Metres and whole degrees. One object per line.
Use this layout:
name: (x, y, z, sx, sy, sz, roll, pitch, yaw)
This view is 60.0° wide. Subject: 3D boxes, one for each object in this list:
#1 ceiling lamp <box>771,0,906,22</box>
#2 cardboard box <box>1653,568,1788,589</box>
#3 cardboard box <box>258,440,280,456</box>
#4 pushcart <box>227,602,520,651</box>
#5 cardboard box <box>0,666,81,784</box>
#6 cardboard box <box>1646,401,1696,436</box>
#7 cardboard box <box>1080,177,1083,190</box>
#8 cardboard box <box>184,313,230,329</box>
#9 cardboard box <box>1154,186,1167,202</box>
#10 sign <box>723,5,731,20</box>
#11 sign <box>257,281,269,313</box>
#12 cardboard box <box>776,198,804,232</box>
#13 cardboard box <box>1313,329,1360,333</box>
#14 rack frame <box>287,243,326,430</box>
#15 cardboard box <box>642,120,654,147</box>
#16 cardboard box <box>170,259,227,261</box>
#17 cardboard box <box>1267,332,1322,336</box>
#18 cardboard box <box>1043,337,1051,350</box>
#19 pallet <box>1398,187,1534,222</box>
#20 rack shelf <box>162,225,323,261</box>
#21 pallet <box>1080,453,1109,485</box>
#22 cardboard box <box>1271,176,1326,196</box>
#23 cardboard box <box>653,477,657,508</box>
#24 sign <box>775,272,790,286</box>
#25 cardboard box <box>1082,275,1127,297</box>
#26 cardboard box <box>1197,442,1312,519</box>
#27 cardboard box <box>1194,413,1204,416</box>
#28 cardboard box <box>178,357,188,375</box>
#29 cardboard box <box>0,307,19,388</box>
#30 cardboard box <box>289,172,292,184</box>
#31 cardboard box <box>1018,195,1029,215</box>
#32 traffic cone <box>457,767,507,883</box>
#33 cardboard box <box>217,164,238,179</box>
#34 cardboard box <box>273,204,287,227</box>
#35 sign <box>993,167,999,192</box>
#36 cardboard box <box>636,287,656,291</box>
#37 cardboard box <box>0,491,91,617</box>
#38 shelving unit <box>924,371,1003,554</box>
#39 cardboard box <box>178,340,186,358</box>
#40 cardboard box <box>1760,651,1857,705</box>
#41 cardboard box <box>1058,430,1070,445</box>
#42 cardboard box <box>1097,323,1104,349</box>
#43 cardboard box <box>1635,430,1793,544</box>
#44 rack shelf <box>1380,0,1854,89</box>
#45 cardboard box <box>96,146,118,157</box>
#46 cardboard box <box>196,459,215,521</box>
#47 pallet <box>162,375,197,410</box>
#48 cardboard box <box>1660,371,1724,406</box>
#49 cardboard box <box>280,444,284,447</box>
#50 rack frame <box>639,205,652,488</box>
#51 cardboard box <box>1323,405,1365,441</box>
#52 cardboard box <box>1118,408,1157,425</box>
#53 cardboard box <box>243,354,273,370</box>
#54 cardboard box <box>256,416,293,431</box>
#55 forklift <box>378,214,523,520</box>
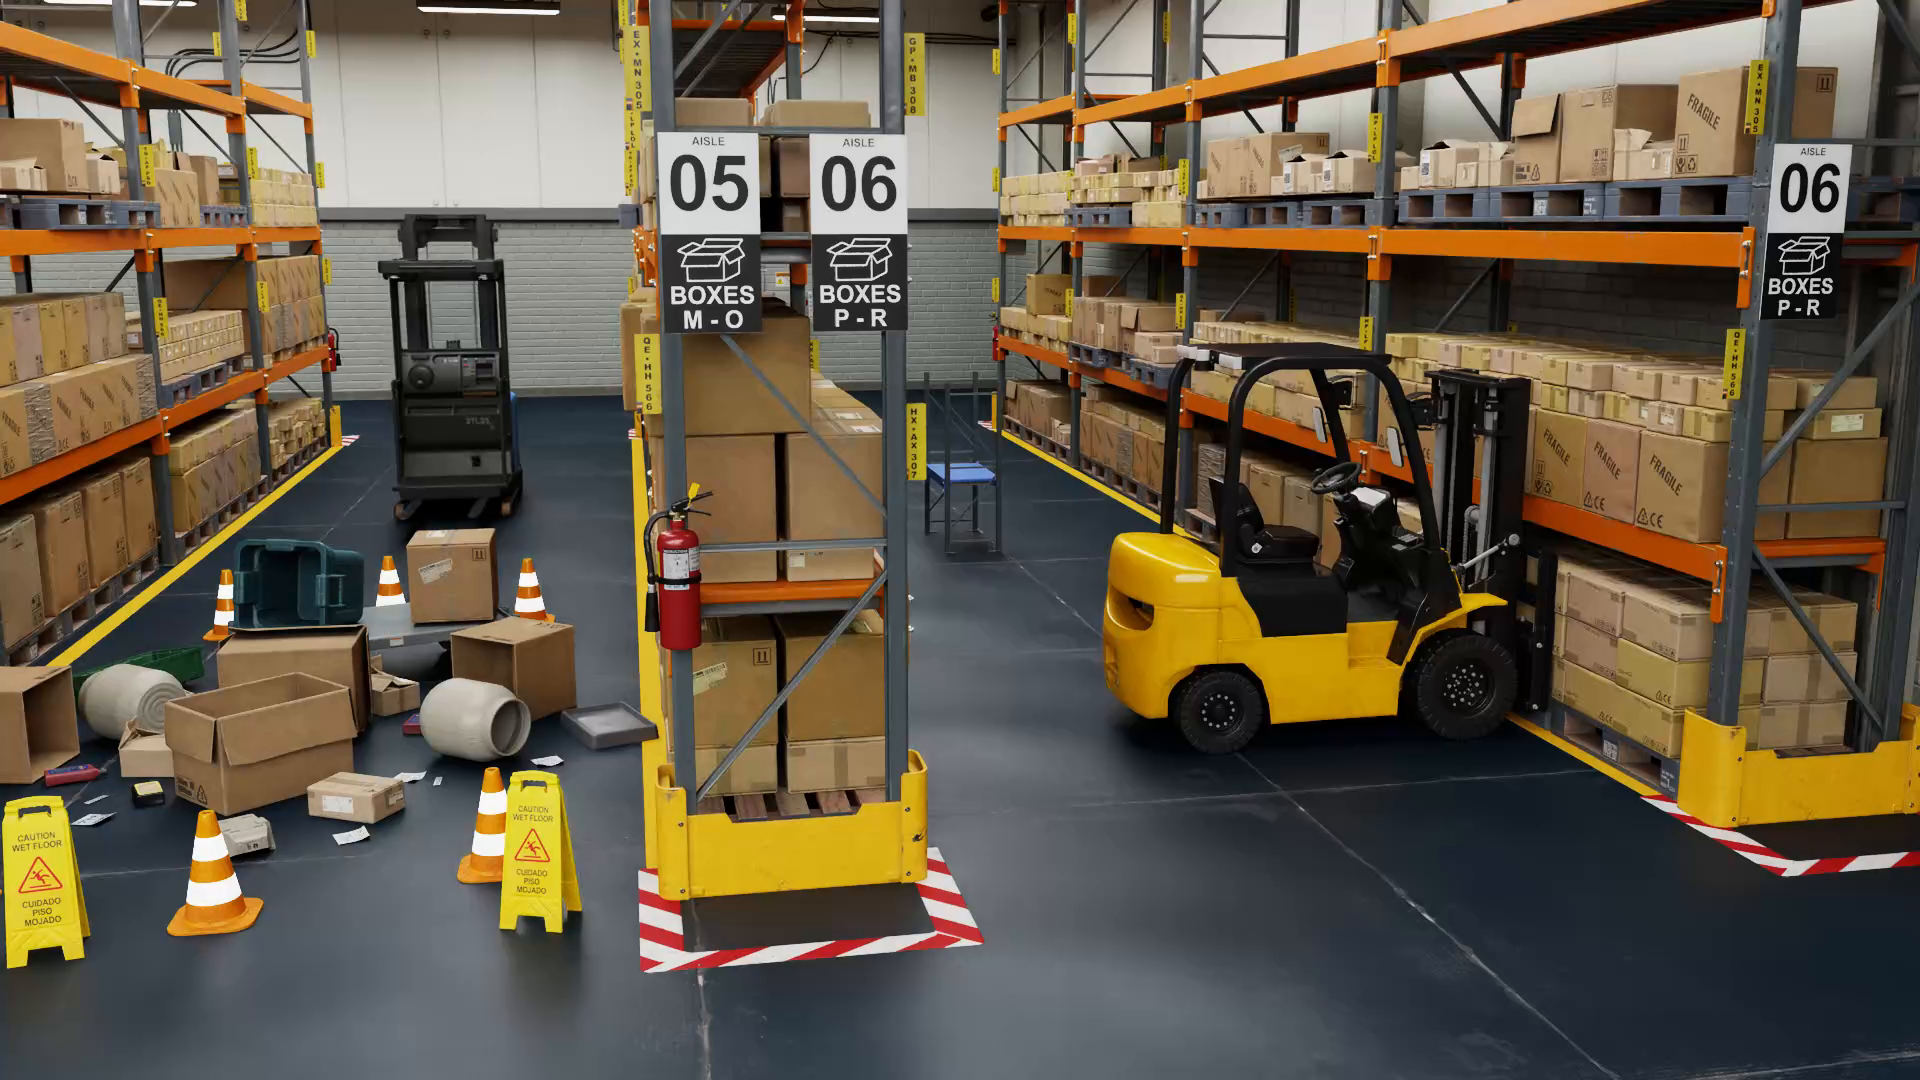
ceiling lamp: (-1.774, -9.307, 24.418, 2.000, 3.185, 0.800, -2, 11, -11)
cardboard box: (4.134, 0.316, 9.073, 0.500, 0.250, 0.500, -2, 11, -11)
cardboard box: (-7.652, -1.002, 18.147, 0.380, 0.149, 0.250, -2, 11, -8)
pushcart: (-3.730, 0.677, 10.632, 1.648, 0.377, 0.936, -6, 13, -31)
cardboard box: (-5.031, 0.969, 8.762, 0.500, 0.500, 0.500, 0, 11, -1)
cardboard box: (3.722, -0.618, 8.420, 0.380, 0.149, 0.250, -2, 11, -10)
cardboard box: (1.559, -3.987, 18.583, 0.380, 0.149, 0.250, -2, 11, -10)
cardboard box: (-7.524, -2.184, 16.608, 0.380, 0.149, 0.250, -2, 11, -13)
cardboard box: (2.133, -3.412, 16.412, 0.380, 0.149, 0.250, -2, 11, -11)
sign: (-2.529, -5.638, 18.039, 0.100, 0.325, 0.005, -2, 11, -11)
sign: (-7.351, -2.562, 17.538, 0.100, 0.325, 0.005, -2, 11, -11)
cardboard box: (-0.610, -1.438, 7.377, 0.380, 0.149, 0.250, -2, 11, -13)
cardboard box: (3.221, -1.704, 14.126, 0.380, 0.149, 0.250, -2, 11, -12)
rack frame: (-8.676, -2.706, 21.391, 0.949, 2.616, 0.053, -2, 11, -11)
cardboard box: (-1.412, -2.043, 8.426, 0.380, 0.149, 0.250, -2, 11, -10)
cardboard box: (-8.358, -2.830, 18.304, 0.500, 0.500, 0.500, -2, 11, -13)
cardboard box: (2.767, -1.637, 13.770, 0.380, 0.149, 0.250, -2, 11, -11)
cardboard box: (1.251, -2.467, 20.806, 0.380, 0.149, 0.250, -2, 11, -12)
pallet: (3.556, -2.159, 10.734, 1.003, 0.211, 1.213, -2, 11, -11)
rack shelf: (-8.284, -3.459, 19.251, 1.077, 0.370, 4.000, -2, 11, -11)
pallet: (2.004, -0.834, 19.016, 1.003, 0.211, 1.213, -2, 11, -11)
cardboard box: (2.703, -2.822, 13.262, 0.380, 0.149, 0.250, -2, 11, -12)
cardboard box: (-1.517, -0.276, 9.295, 0.380, 0.149, 0.250, -2, 11, -11)
sign: (-2.962, -4.429, 28.236, 0.339, 0.242, 0.001, -2, 11, -11)
cardboard box: (1.780, -3.076, 20.934, 0.500, 0.500, 0.500, -2, 11, -13)
cardboard box: (2.695, -0.543, 15.257, 0.875, 0.625, 0.625, -2, 11, -9)
cardboard box: (2.487, -1.258, 17.609, 0.380, 0.149, 0.250, -2, 11, -11)
cardboard box: (-7.165, -1.559, 14.914, 0.380, 0.149, 0.250, -2, 11, -8)
cardboard box: (-6.543, -1.231, 10.698, 0.700, 0.500, 0.500, -2, 11, -12)
cardboard box: (-8.170, -4.308, 19.783, 0.380, 0.149, 0.250, -2, 11, -12)
cardboard box: (1.056, -4.354, 21.631, 0.500, 0.250, 0.500, -2, 11, -13)
traffic cone: (-2.074, 1.244, 7.422, 0.336, 0.463, 0.334, -2, 11, -11)
cardboard box: (-7.714, -3.876, 17.513, 0.380, 0.149, 0.250, -2, 11, -12)
cardboard box: (-7.915, -3.654, 18.753, 0.500, 0.250, 0.500, -2, 11, -9)
sign: (0.499, -4.969, 22.920, 0.100, 0.325, 0.005, -2, 11, -11)
cardboard box: (-1.630, -1.301, 10.275, 0.700, 0.500, 0.500, -2, 11, -12)
cardboard box: (-6.732, 0.106, 11.510, 1.050, 0.750, 0.750, -2, 11, -11)
shelving unit: (0.017, -0.721, 14.974, 0.538, 1.500, 1.048, -2, 11, -11)
cardboard box: (-7.173, -1.708, 14.903, 0.380, 0.149, 0.250, -2, 11, -11)
cardboard box: (4.255, 0.654, 8.632, 0.500, 0.250, 0.500, -2, 11, -10)
cardboard box: (1.413, -1.249, 20.240, 0.380, 0.149, 0.250, -2, 11, -13)
cardboard box: (1.703, -2.224, 18.093, 0.396, 0.266, 0.258, -2, 11, -8)
cardboard box: (3.790, -0.281, 8.383, 0.500, 0.500, 0.500, -2, 11, -12)
rack shelf: (3.754, -2.915, 9.440, 1.077, 0.370, 4.000, -2, 11, -11)
cardboard box: (-7.721, -3.437, 14.897, 0.396, 0.266, 0.258, -2, 11, -11)
cardboard box: (-7.106, -0.448, 15.091, 0.500, 0.500, 0.500, -2, 11, -10)
pallet: (-7.360, -1.271, 14.367, 1.213, 0.211, 1.003, -2, 11, -11)
cardboard box: (3.788, -0.767, 8.407, 0.380, 0.149, 0.250, -2, 11, -11)
cardboard box: (-7.900, -0.994, 18.897, 0.380, 0.149, 0.250, -2, 11, -12)
rack frame: (-2.281, -1.437, 14.725, 1.000, 3.000, 0.127, -2, 11, -11)
cardboard box: (3.010, -0.894, 12.273, 0.500, 0.250, 0.500, -2, 11, -10)
cardboard box: (1.933, -1.336, 18.023, 0.380, 0.149, 0.250, -2, 11, -9)
cardboard box: (-7.629, -1.913, 17.896, 0.380, 0.149, 0.250, -2, 11, -9)
cardboard box: (-7.894, -1.335, 19.099, 0.380, 0.149, 0.250, -2, 11, -10)
forklift: (-5.000, -1.699, 16.282, 1.130, 2.935, 3.031, -2, 11, -10)
